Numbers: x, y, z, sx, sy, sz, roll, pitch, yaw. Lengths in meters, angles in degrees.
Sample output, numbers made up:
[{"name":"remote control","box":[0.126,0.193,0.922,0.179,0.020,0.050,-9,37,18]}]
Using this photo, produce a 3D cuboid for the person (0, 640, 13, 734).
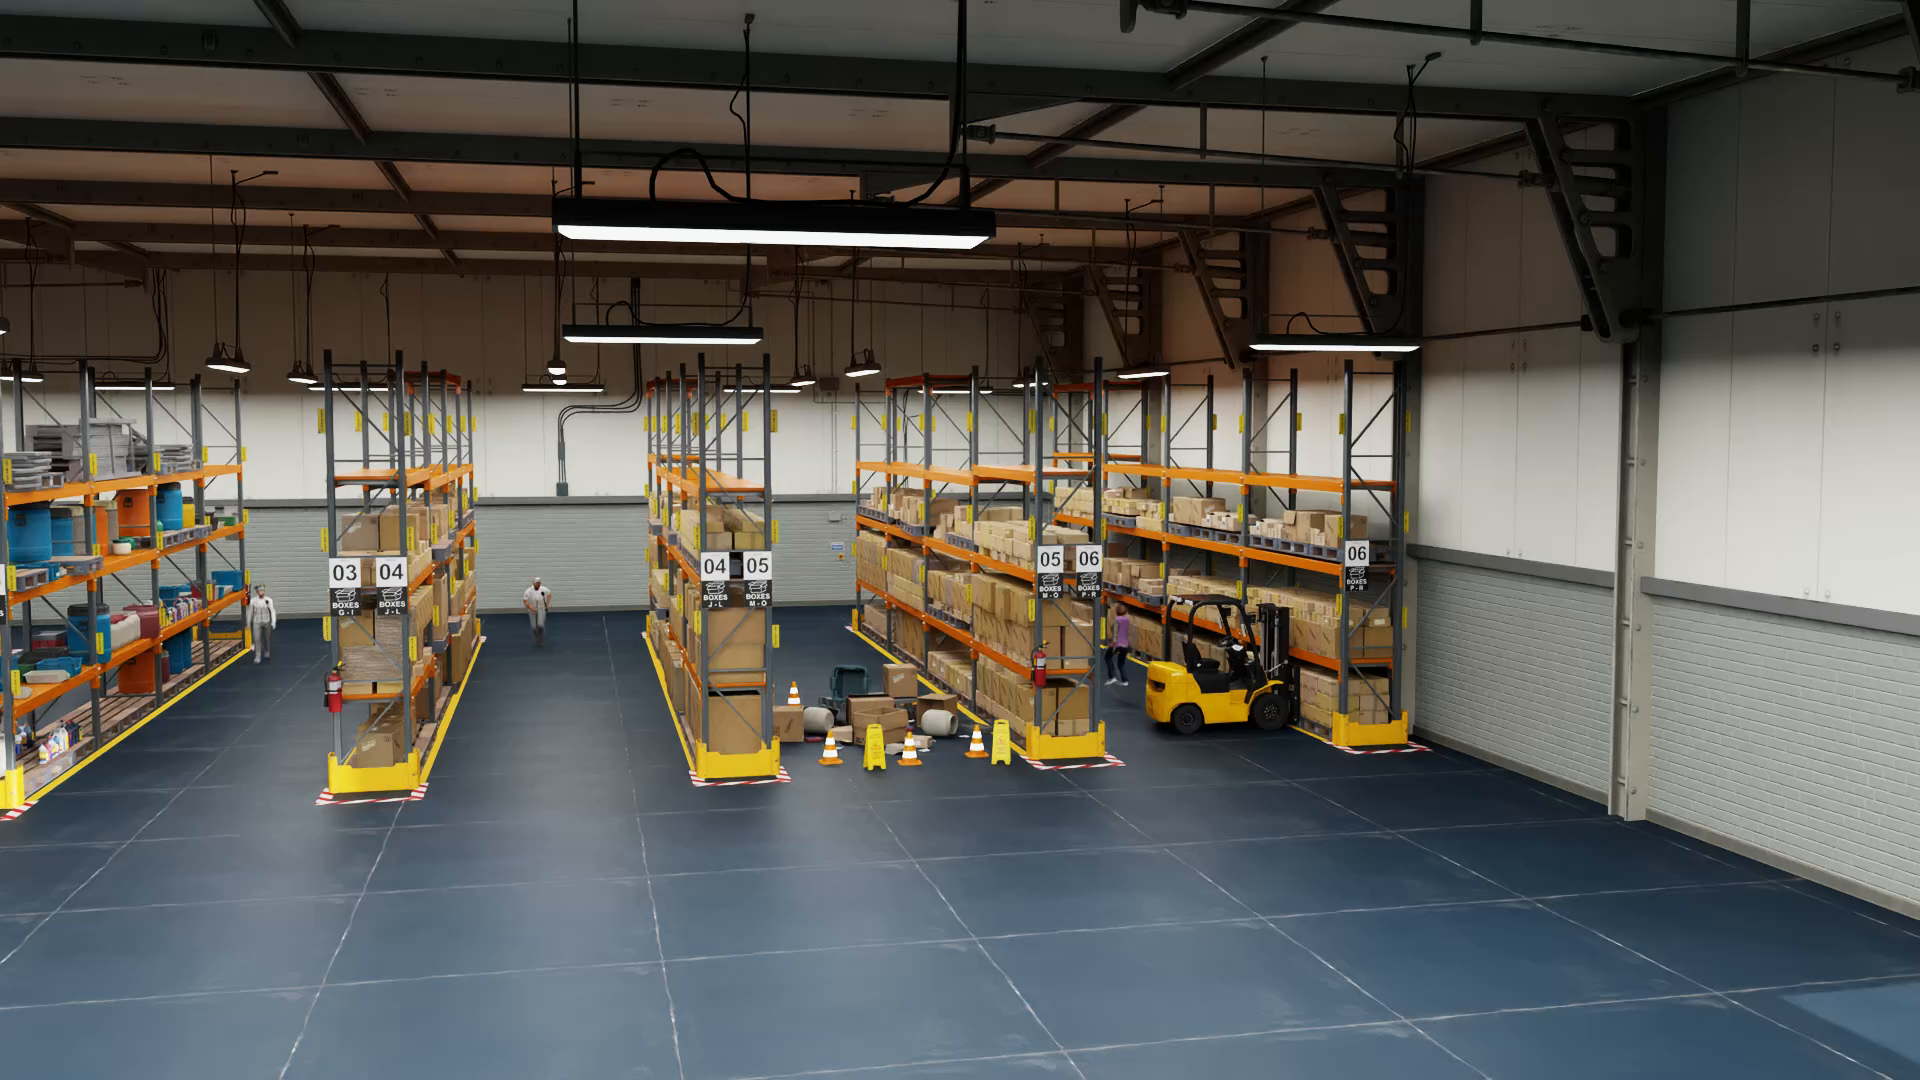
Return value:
[{"name":"person","box":[-15.239,2.371,26.433,0.440,1.575,0.777,-1,4,-7]}]

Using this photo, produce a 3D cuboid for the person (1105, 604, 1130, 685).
[{"name":"person","box":[2.920,1.912,30.189,0.423,1.501,0.652,-1,4,-18]}]

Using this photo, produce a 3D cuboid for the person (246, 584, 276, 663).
[{"name":"person","box":[-14.716,1.728,35.012,0.576,1.619,1.051,-2,4,-22]}]

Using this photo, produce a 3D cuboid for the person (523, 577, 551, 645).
[{"name":"person","box":[-9.525,1.608,37.500,0.576,1.576,0.750,0,4,-4]}]
